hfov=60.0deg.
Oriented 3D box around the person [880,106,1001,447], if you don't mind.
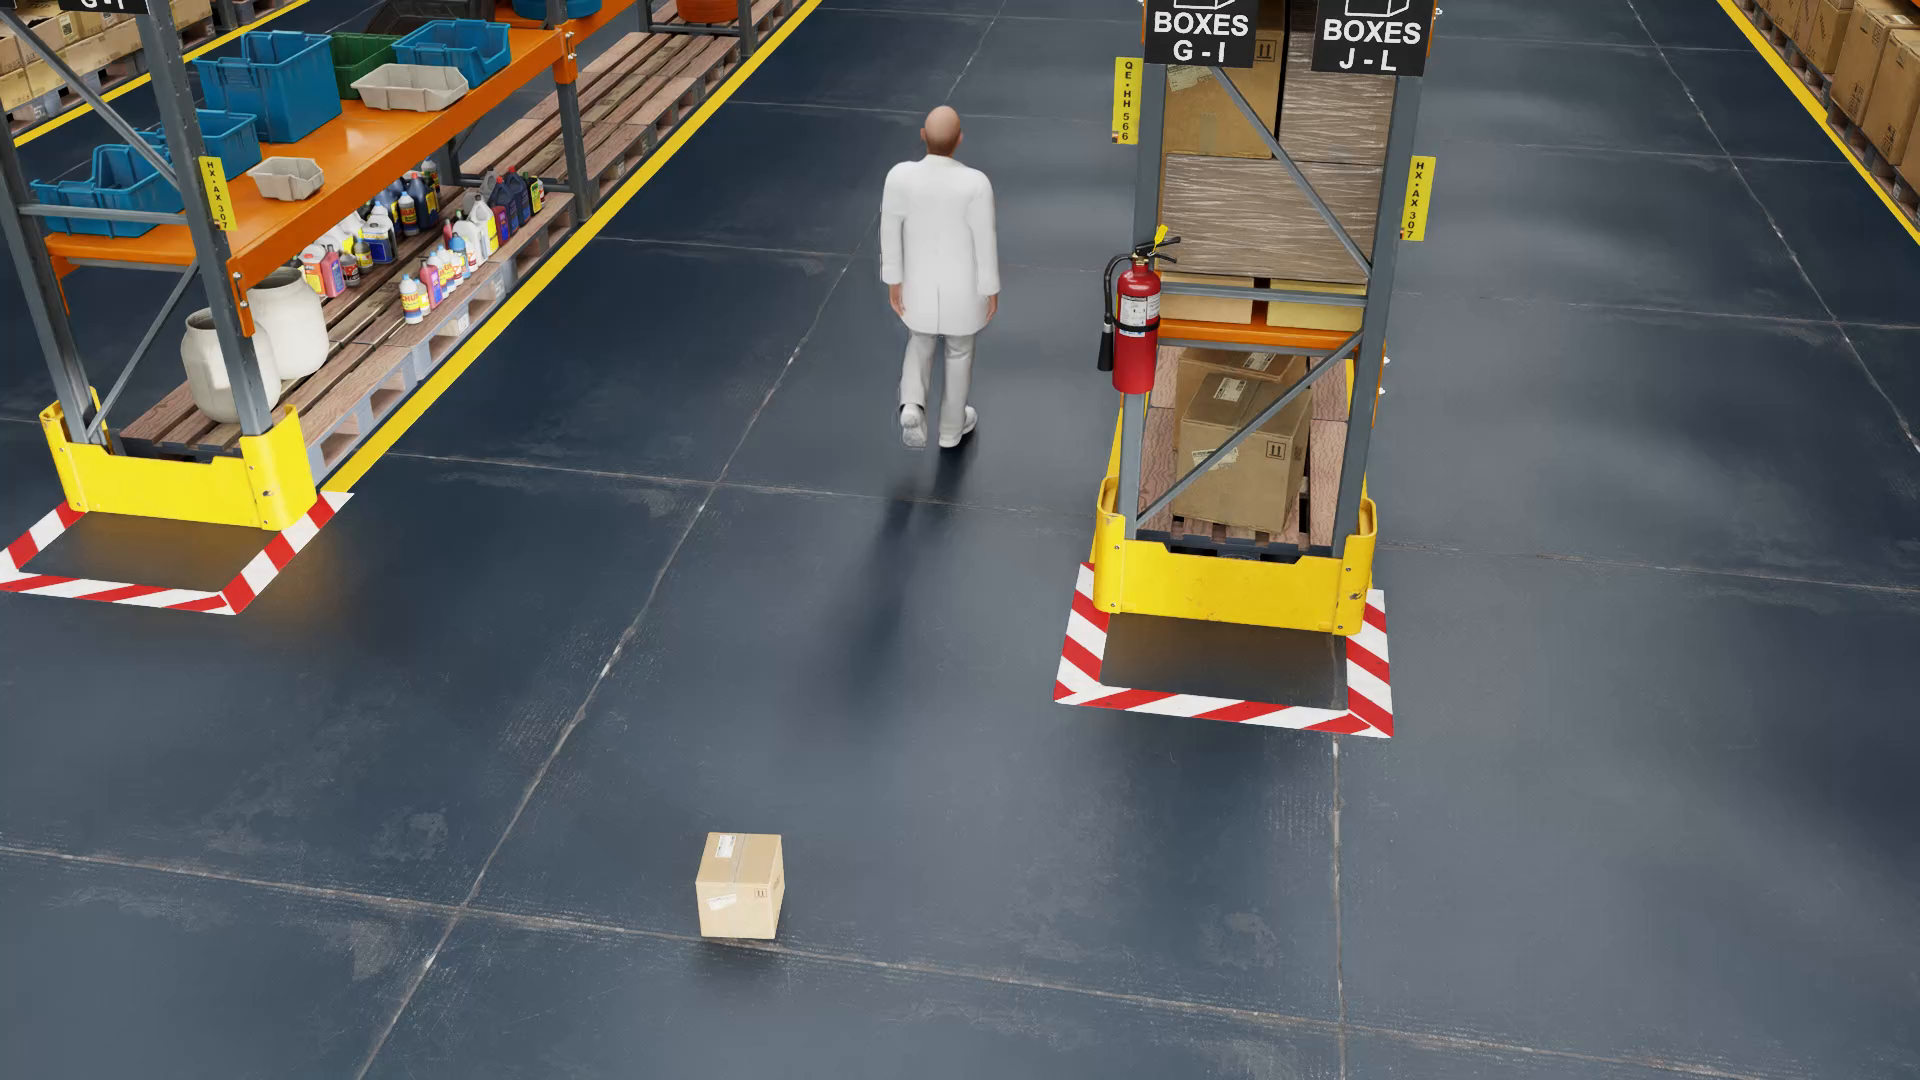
[{"bbox_3d":[-0.090,-1.245,8.101,0.583,1.765,0.645,8,33,12],"label":"person"}]
